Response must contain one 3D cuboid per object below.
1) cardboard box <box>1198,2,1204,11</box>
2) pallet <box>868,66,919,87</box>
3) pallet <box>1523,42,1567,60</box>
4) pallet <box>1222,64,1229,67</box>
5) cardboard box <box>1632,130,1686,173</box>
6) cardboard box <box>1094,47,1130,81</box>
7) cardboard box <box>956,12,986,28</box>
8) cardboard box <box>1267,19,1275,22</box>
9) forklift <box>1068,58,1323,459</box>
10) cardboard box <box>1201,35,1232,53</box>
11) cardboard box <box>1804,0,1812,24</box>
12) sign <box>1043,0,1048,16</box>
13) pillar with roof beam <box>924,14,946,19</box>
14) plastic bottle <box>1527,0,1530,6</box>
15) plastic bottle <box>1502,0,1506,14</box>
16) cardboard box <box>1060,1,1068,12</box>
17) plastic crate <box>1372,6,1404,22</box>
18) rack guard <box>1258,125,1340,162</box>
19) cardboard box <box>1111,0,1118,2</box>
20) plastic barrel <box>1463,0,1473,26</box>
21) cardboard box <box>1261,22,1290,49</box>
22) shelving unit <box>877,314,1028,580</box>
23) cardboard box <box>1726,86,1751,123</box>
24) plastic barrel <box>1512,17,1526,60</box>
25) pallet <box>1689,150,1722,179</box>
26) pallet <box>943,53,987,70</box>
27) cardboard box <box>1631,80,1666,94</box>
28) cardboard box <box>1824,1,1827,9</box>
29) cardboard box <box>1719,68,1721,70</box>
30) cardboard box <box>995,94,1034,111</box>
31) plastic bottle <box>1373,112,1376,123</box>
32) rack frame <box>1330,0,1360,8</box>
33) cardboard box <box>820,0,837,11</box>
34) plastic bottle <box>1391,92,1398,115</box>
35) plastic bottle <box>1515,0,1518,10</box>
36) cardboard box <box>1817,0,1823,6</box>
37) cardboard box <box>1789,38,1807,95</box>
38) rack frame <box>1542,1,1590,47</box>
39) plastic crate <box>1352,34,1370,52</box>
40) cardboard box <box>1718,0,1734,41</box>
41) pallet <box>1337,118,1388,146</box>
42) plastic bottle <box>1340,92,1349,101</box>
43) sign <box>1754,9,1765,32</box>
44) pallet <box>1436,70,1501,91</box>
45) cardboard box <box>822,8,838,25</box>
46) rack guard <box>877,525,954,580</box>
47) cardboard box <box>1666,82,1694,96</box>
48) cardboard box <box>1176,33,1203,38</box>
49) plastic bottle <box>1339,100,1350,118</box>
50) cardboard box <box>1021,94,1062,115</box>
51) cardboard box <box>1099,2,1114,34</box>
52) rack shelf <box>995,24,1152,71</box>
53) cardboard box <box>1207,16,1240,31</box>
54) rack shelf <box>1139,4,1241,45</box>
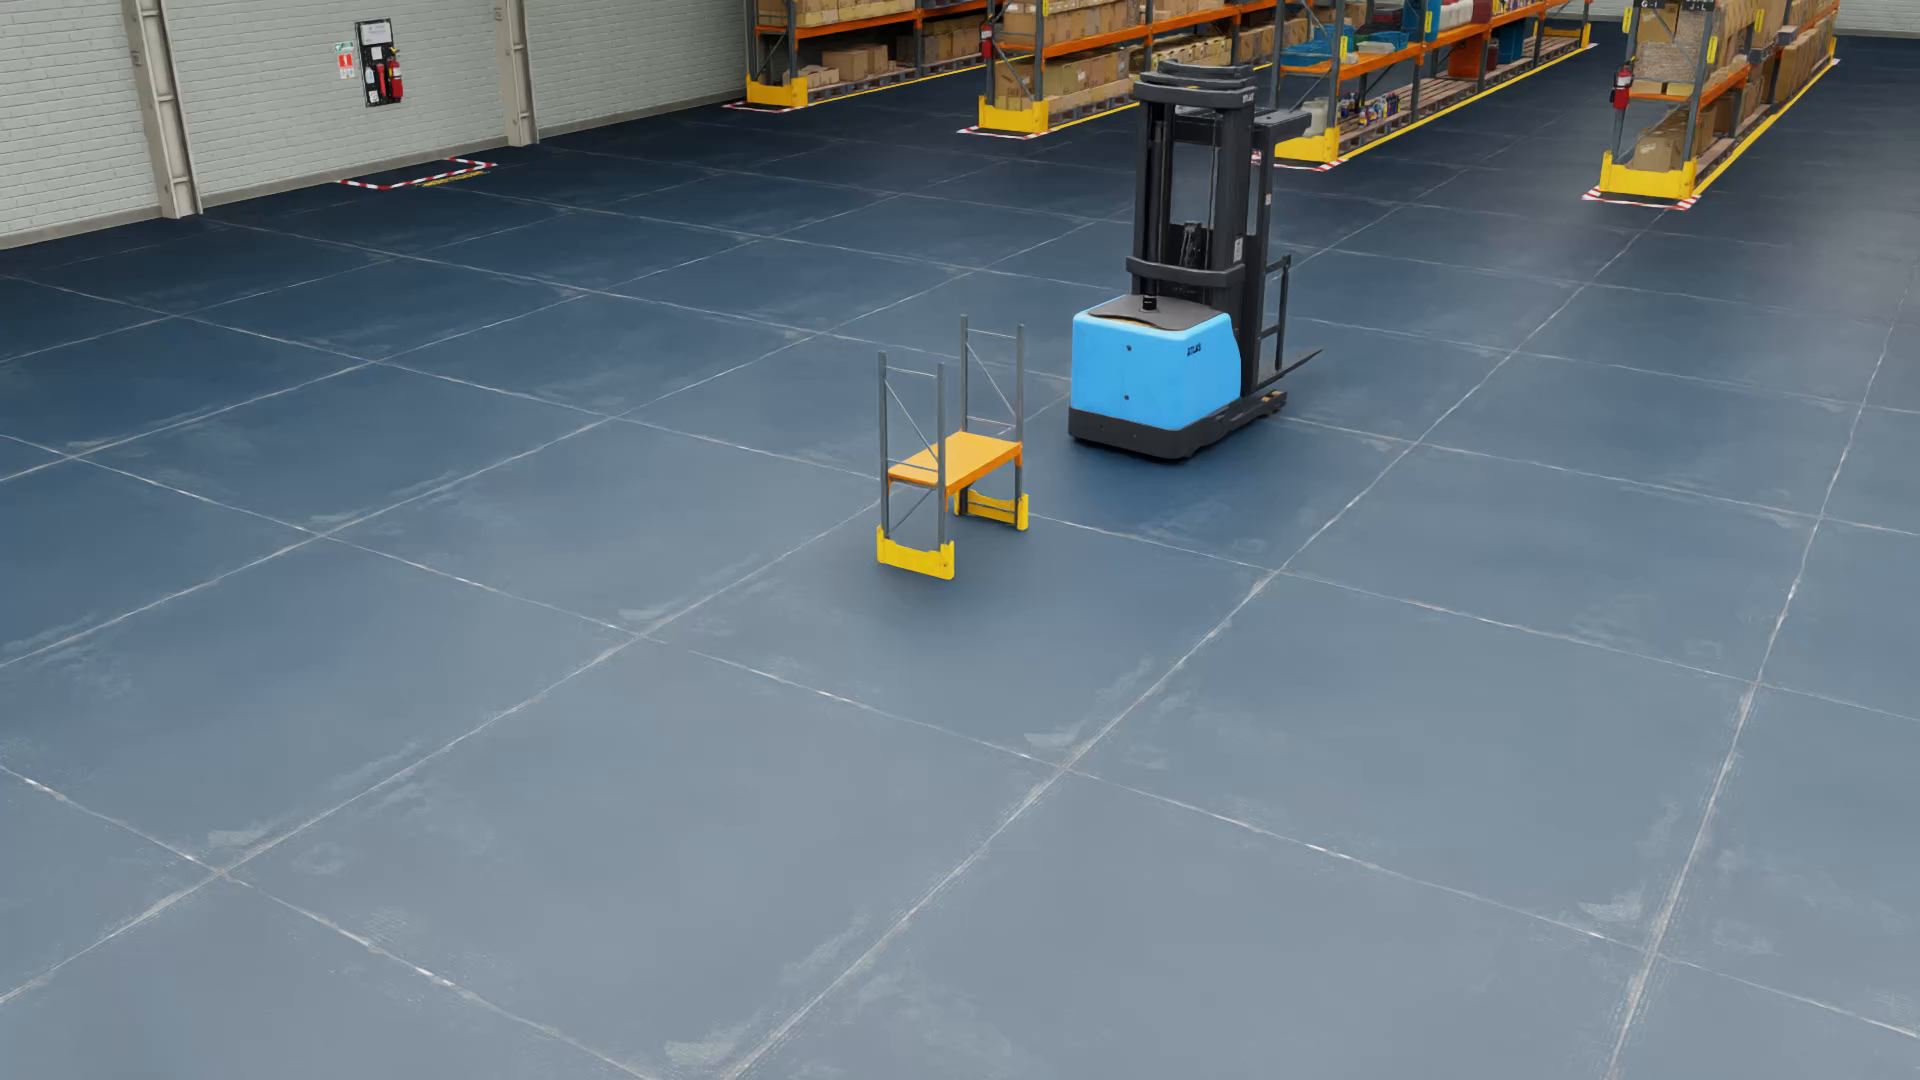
[{"bbox_3d":[4.483,-10.305,32.095,0.380,0.149,0.250,16,28,33],"label":"cardboard box"},{"bbox_3d":[-1.537,-9.036,32.356,1.003,0.211,1.213,14,27,29],"label":"pallet"},{"bbox_3d":[12.422,-10.563,35.885,1.003,0.211,1.213,14,27,29],"label":"pallet"},{"bbox_3d":[4.641,-9.313,32.998,1.003,0.211,1.213,14,27,29],"label":"pallet"},{"bbox_3d":[9.646,-5.338,22.923,0.500,0.500,0.500,20,30,38],"label":"cardboard box"},{"bbox_3d":[2.665,-8.419,29.410,0.500,0.500,0.500,14,27,29],"label":"cardboard box"},{"bbox_3d":[0.208,-10.865,34.721,0.500,0.250,0.500,14,27,30],"label":"cardboard box"},{"bbox_3d":[6.484,-10.973,35.914,0.500,0.500,0.500,14,27,30],"label":"cardboard box"},{"bbox_3d":[2.163,-2.503,13.844,1.130,2.935,3.031,16,28,33],"label":"forklift"},{"bbox_3d":[5.041,-9.822,32.890,0.500,0.311,0.500,15,27,30],"label":"cardboard box"},{"bbox_3d":[15.081,-9.623,30.077,0.500,0.500,0.500,14,27,28],"label":"cardboard box"},{"bbox_3d":[1.356,-8.478,26.368,0.100,0.325,0.005,14,27,29],"label":"sign"},{"bbox_3d":[3.134,-13.493,31.591,9.100,9.000,0.400,14,27,29],"label":"pillar with roof beam"},{"bbox_3d":[11.217,-10.772,32.919,0.144,0.351,0.185,14,27,29],"label":"plastic bottle"},{"bbox_3d":[10.292,-10.118,31.493,0.061,0.283,0.133,14,27,29],"label":"plastic bottle"},{"bbox_3d":[1.548,-8.767,27.283,0.380,0.149,0.250,14,27,29],"label":"cardboard box"},{"bbox_3d":[7.200,-8.730,28.060,0.402,0.464,0.583,14,27,29],"label":"plastic crate"},{"bbox_3d":[5.094,-6.012,25.007,1.175,0.500,0.348,14,27,29],"label":"rack guard"},{"bbox_3d":[2.498,-9.376,28.691,0.380,0.149,0.250,14,27,29],"label":"cardboard box"},{"bbox_3d":[8.953,-9.483,29.738,0.421,0.512,0.421,0,23,0],"label":"plastic barrel"},{"bbox_3d":[6.668,-10.707,35.299,0.500,0.500,0.500,14,27,30],"label":"cardboard box"},{"bbox_3d":[-0.040,-0.663,11.393,0.587,1.500,1.083,14,27,29],"label":"shelving unit"},{"bbox_3d":[12.317,-7.039,26.826,0.700,0.500,0.500,11,26,24],"label":"cardboard box"},{"bbox_3d":[11.123,-10.223,33.702,0.600,0.901,0.708,14,27,29],"label":"plastic barrel"},{"bbox_3d":[10.445,-5.508,24.208,1.003,0.211,1.213,14,27,29],"label":"pallet"},{"bbox_3d":[-0.160,-9.946,34.460,1.003,0.211,1.213,14,27,29],"label":"pallet"},{"bbox_3d":[9.277,-6.109,22.403,0.380,0.149,0.250,14,27,29],"label":"cardboard box"},{"bbox_3d":[16.620,-10.403,32.322,0.380,0.149,0.250,13,27,28],"label":"cardboard box"},{"bbox_3d":[10.548,-6.614,23.569,0.380,0.149,0.250,14,27,29],"label":"cardboard box"},{"bbox_3d":[0.920,-7.336,27.853,0.500,0.250,0.500,14,27,29],"label":"cardboard box"},{"bbox_3d":[6.601,-6.770,26.582,0.097,0.201,0.097,0,23,0],"label":"plastic bottle"},{"bbox_3d":[9.328,-13.563,39.304,1.000,3.000,0.127,14,27,29],"label":"rack frame"},{"bbox_3d":[-2.546,-9.747,29.709,0.500,0.500,0.500,14,27,29],"label":"cardboard box"},{"bbox_3d":[7.109,-7.182,27.345,0.144,0.351,0.185,13,27,28],"label":"plastic bottle"},{"bbox_3d":[10.756,-10.414,32.178,0.061,0.283,0.133,14,27,29],"label":"plastic bottle"},{"bbox_3d":[16.102,-10.307,31.597,0.500,0.250,0.500,13,27,28],"label":"cardboard box"},{"bbox_3d":[14.380,-8.531,29.826,1.225,0.875,0.875,14,27,29],"label":"cardboard box"},{"bbox_3d":[13.534,-12.523,36.903,1.000,3.000,0.127,14,27,29],"label":"rack frame"},{"bbox_3d":[6.248,-7.977,26.668,0.450,0.188,0.662,14,27,29],"label":"plastic crate"},{"bbox_3d":[10.093,-7.022,22.437,0.500,0.500,0.500,14,27,29],"label":"cardboard box"},{"bbox_3d":[6.172,-6.562,26.643,1.003,0.211,1.213,14,27,29],"label":"pallet"},{"bbox_3d":[6.326,-7.210,27.411,0.144,0.351,0.185,13,26,27],"label":"plastic bottle"},{"bbox_3d":[11.877,-7.721,24.721,0.100,0.325,0.005,14,27,29],"label":"sign"},{"bbox_3d":[9.695,-8.818,31.855,1.003,0.211,1.213,14,27,29],"label":"pallet"},{"bbox_3d":[-2.533,-9.416,29.889,0.500,0.250,0.500,13,27,27],"label":"cardboard box"},{"bbox_3d":[-0.303,0.079,11.253,0.587,0.250,0.087,14,27,29],"label":"rack guard"},{"bbox_3d":[9.655,-6.016,22.188,0.380,0.149,0.250,14,27,29],"label":"cardboard box"},{"bbox_3d":[4.582,-9.936,33.152,0.500,0.311,0.500,15,28,31],"label":"cardboard box"},{"bbox_3d":[6.241,-7.010,27.042,0.152,0.276,0.135,14,27,29],"label":"plastic bottle"},{"bbox_3d":[1.360,-7.228,27.603,0.500,0.250,0.500,14,27,29],"label":"cardboard box"},{"bbox_3d":[2.229,-9.059,28.776,0.700,0.500,0.500,14,27,30],"label":"cardboard box"},{"bbox_3d":[1.943,-8.507,28.532,1.077,0.370,4.000,14,27,29],"label":"rack shelf"},{"bbox_3d":[5.428,-10.646,34.216,0.500,0.250,0.500,15,28,31],"label":"cardboard box"},{"bbox_3d":[4.053,-9.857,31.650,1.077,0.370,4.000,14,27,29],"label":"rack shelf"}]
